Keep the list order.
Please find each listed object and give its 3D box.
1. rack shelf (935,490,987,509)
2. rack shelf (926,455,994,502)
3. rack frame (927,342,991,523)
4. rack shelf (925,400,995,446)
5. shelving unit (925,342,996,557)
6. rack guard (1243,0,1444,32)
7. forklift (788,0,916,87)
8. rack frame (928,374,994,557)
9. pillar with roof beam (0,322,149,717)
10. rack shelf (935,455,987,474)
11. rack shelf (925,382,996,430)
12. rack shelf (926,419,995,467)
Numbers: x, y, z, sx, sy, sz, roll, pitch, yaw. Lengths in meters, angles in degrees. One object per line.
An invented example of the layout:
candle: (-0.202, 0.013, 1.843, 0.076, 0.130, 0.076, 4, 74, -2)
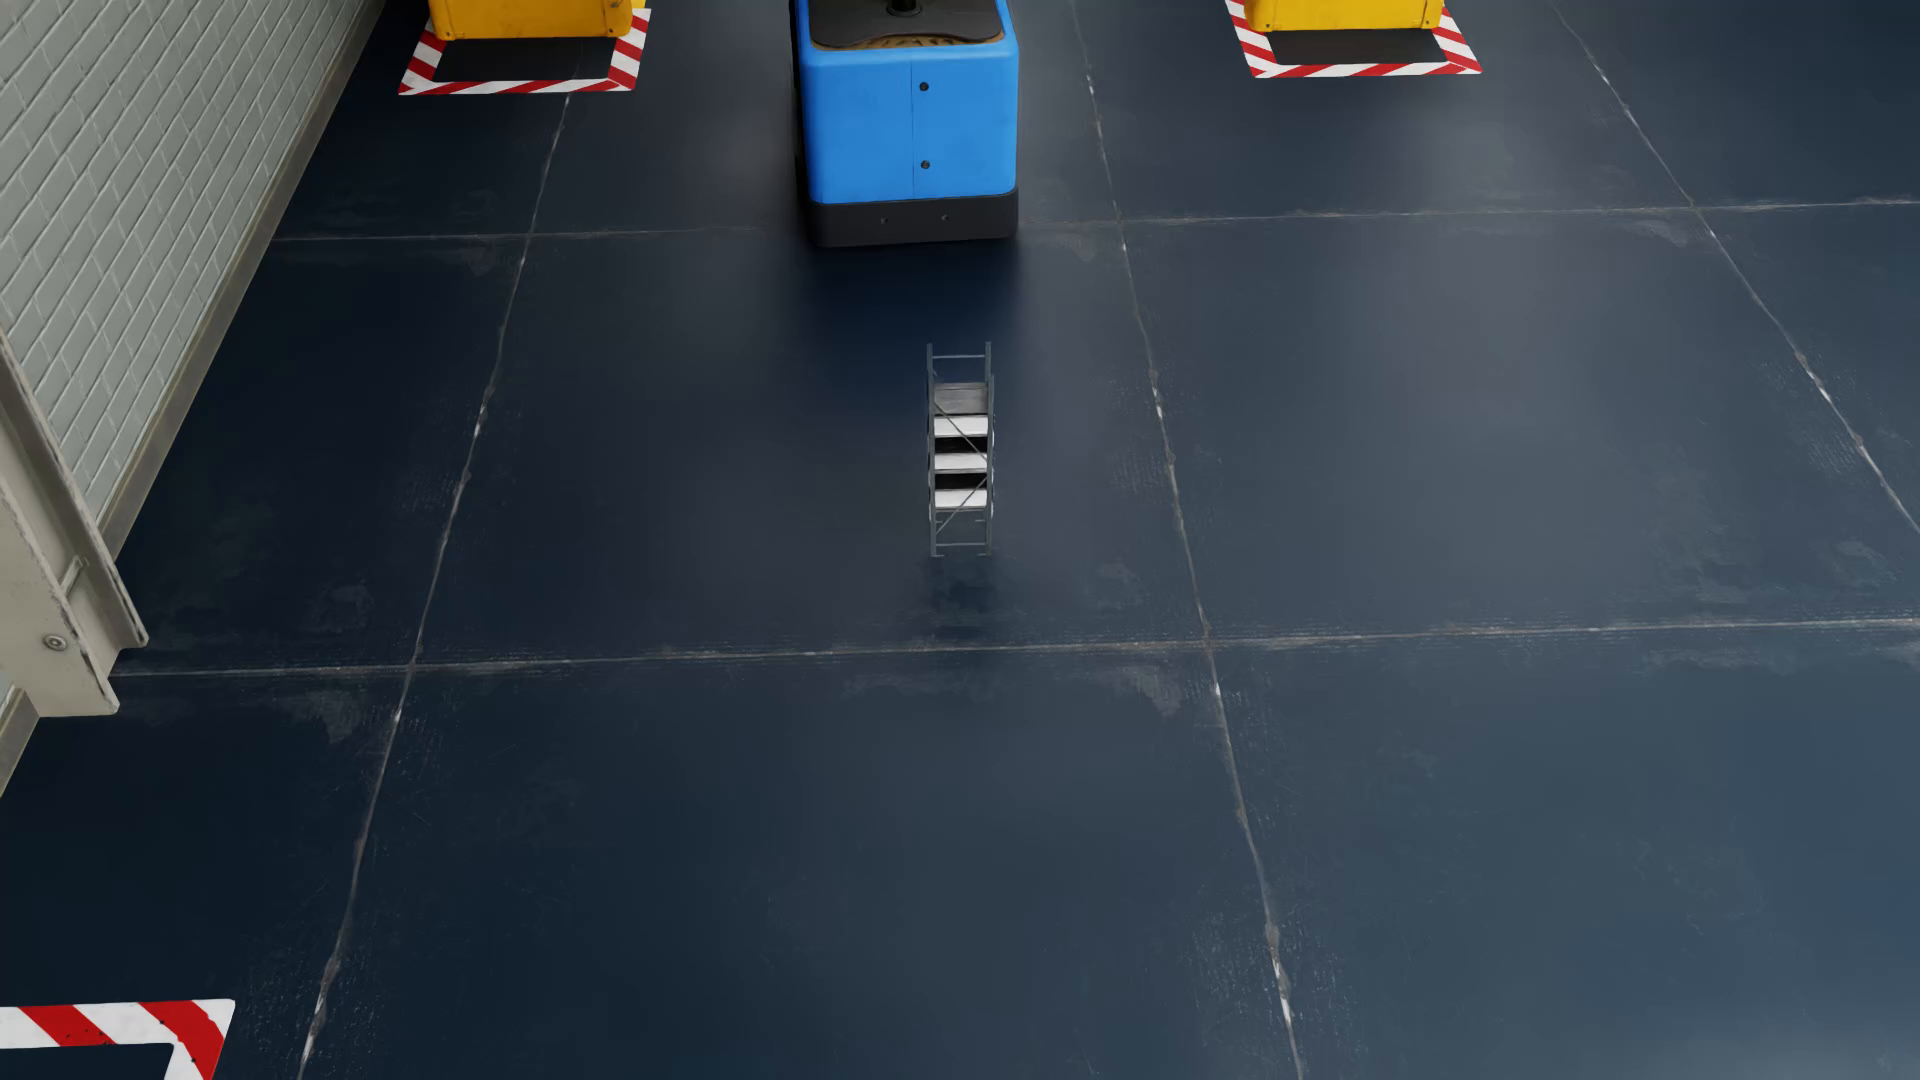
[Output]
rack shelf: (0.000, -0.195, 6.582, 0.221, 0.026, 0.190, -2, 43, -2)
rack shelf: (0.000, -0.246, 6.535, 0.258, 0.077, 0.200, -2, 43, -2)
rack frame: (-0.005, -0.406, 6.527, 0.240, 0.900, 0.006, -2, 43, -2)
rack shelf: (0.000, -0.445, 6.353, 0.258, 0.077, 0.200, -2, 43, -2)
shelving unit: (0.000, -0.337, 6.452, 0.258, 0.900, 0.210, -2, 43, -2)
rack guard: (2.351, -3.410, 10.100, 1.175, 0.500, 0.348, -2, 43, -2)
forklift: (-0.372, -3.521, 8.422, 1.110, 2.935, 3.031, -4, 43, -4)
rack frame: (0.004, -0.269, 6.377, 0.240, 0.900, 0.006, -2, 43, -2)
pillar with roof beam: (1.063, -2.935, 3.292, 9.100, 9.000, 0.400, -2, 43, -2)
rack shelf: (0.000, -0.328, 6.461, 0.221, 0.026, 0.190, -2, 43, -2)
rack shelf: (0.000, -0.512, 6.292, 0.258, 0.077, 0.200, -2, 43, -2)
rack shelf: (0.000, -0.379, 6.414, 0.258, 0.077, 0.200, -2, 43, -2)
